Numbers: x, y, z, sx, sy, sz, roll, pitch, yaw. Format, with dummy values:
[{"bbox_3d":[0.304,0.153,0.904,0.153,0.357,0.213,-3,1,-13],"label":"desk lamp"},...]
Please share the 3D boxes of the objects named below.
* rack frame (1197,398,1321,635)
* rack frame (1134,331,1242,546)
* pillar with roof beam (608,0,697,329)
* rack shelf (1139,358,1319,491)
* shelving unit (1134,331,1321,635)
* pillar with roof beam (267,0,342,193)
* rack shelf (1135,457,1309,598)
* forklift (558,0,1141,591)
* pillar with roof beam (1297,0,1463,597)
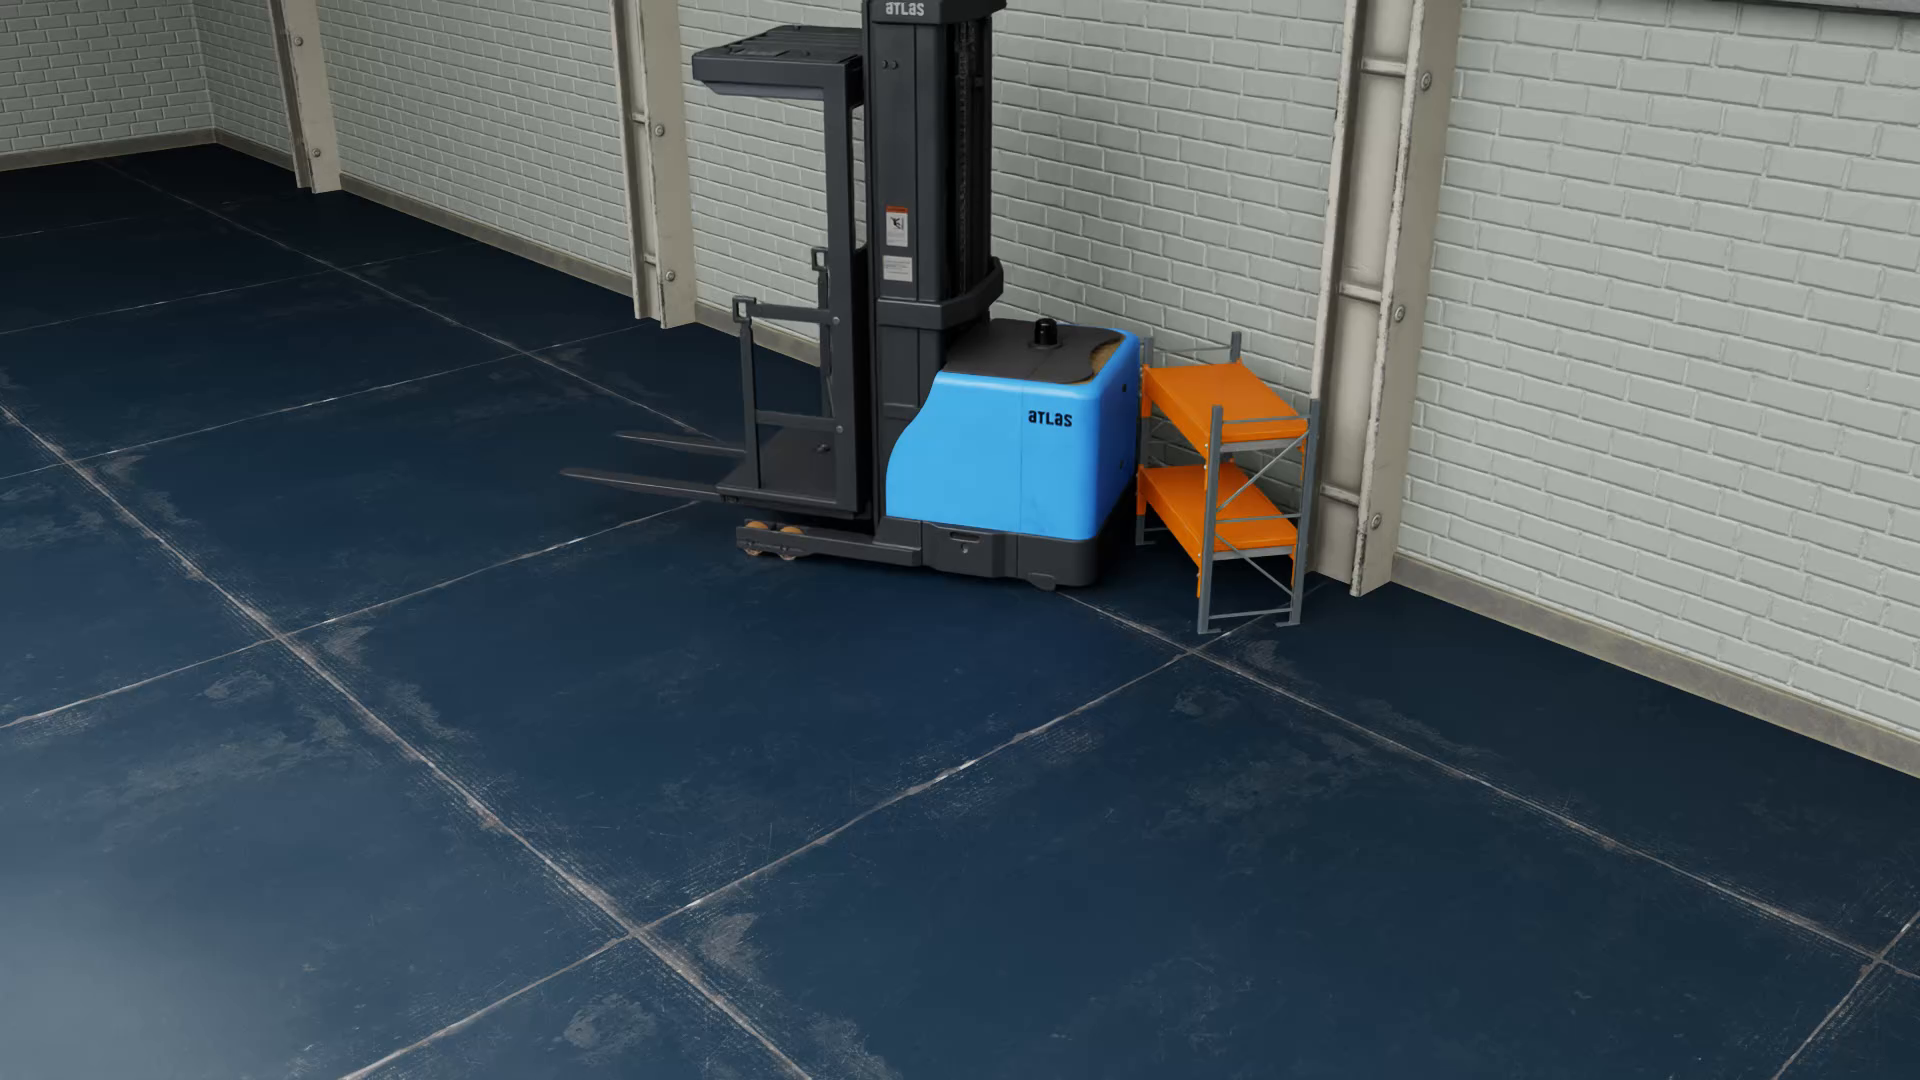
[{"bbox_3d":[1.360,-0.096,7.604,0.500,1.125,0.032,-5,25,-10],"label":"rack frame"},{"bbox_3d":[1.161,-0.509,8.511,0.500,1.125,0.032,-5,25,-10],"label":"rack frame"},{"bbox_3d":[-5.318,-4.514,7.803,9.100,9.000,0.400,-21,32,-38],"label":"pillar with roof beam"},{"bbox_3d":[1.260,-0.569,7.936,0.538,0.278,1.000,-5,25,-10],"label":"rack shelf"},{"bbox_3d":[1.260,-0.302,8.058,0.538,1.125,1.048,-5,25,-10],"label":"shelving unit"},{"bbox_3d":[-9.419,-6.332,11.787,9.100,9.000,0.400,-21,32,-38],"label":"pillar with roof beam"},{"bbox_3d":[1.260,-0.080,8.159,0.538,0.278,1.000,-5,25,-10],"label":"rack shelf"},{"bbox_3d":[-0.638,-1.432,8.359,3.031,2.935,1.130,8,26,16],"label":"forklift"},{"bbox_3d":[-1.217,-2.696,3.818,9.100,9.000,0.400,-21,32,-38],"label":"pillar with roof beam"}]
